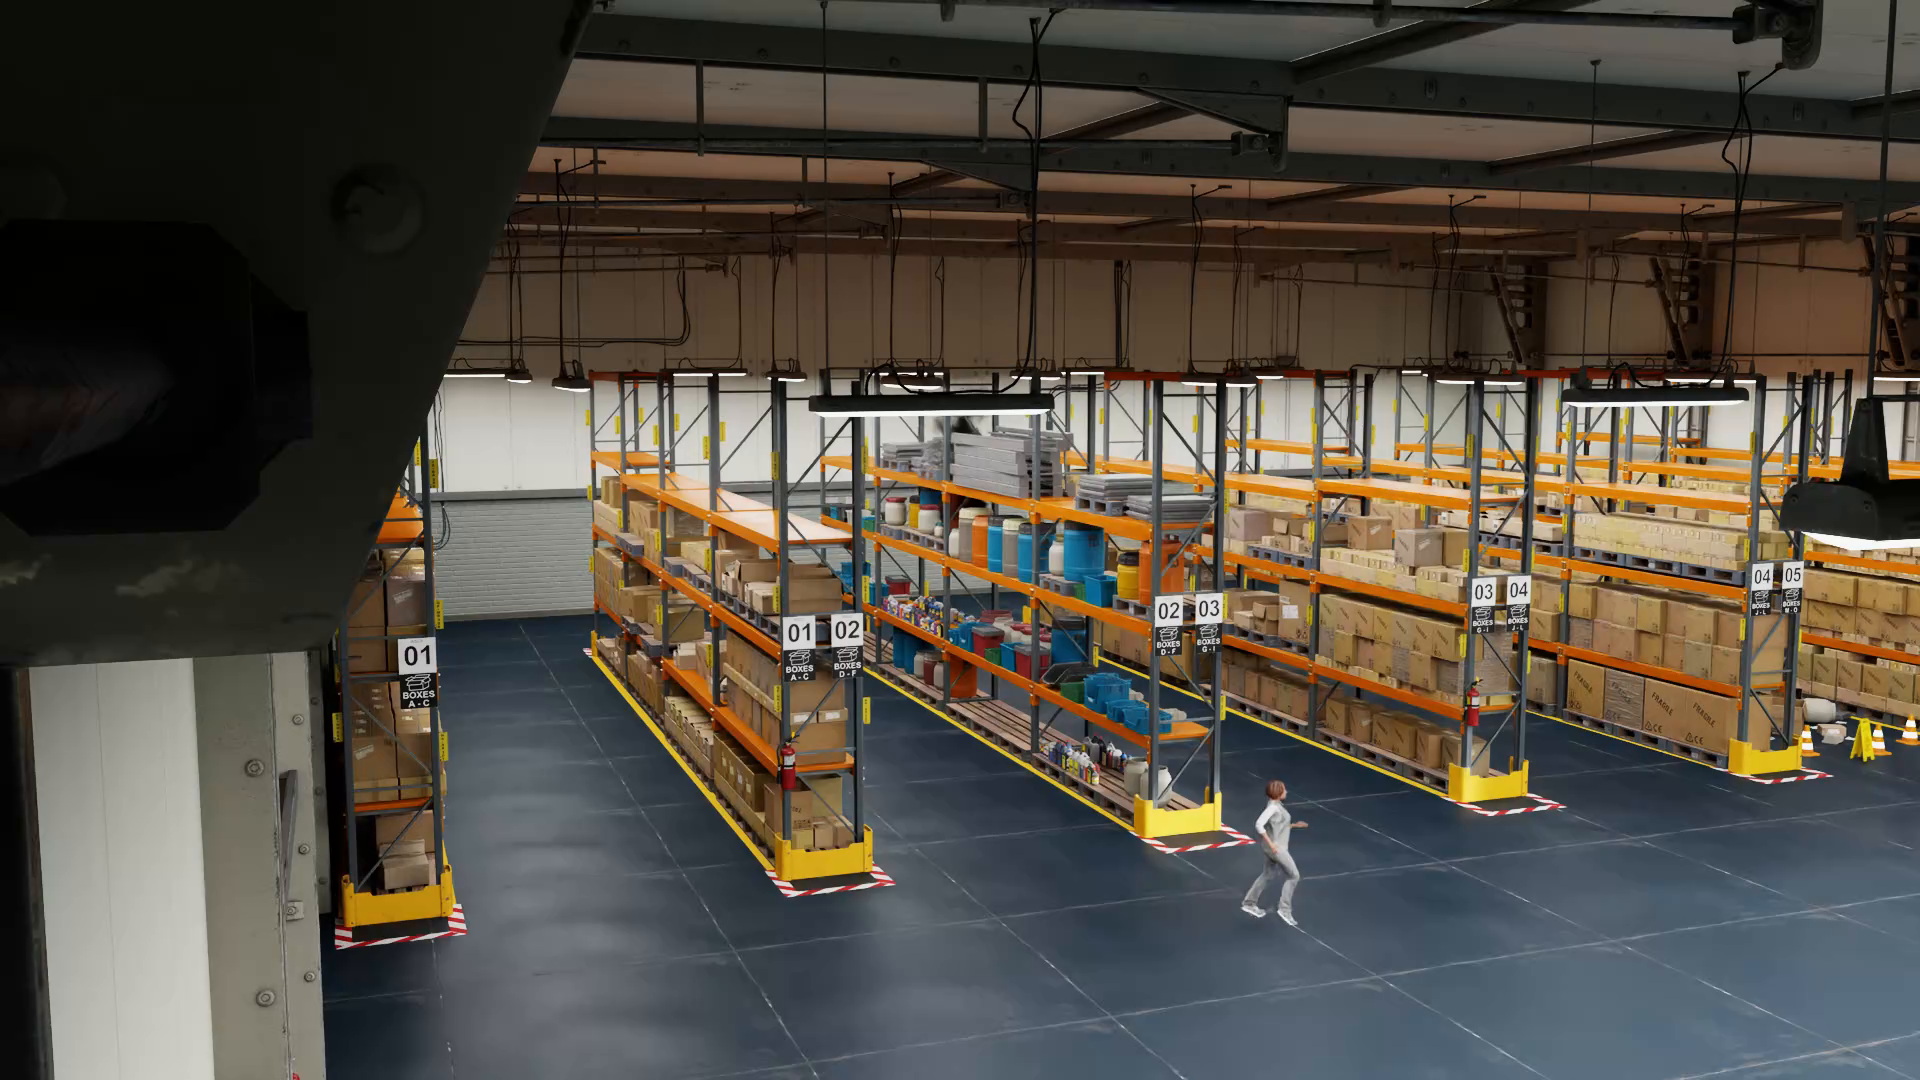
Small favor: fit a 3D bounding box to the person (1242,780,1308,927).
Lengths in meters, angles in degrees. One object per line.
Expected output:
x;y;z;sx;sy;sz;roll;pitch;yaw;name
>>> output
3.509;3.475;18.497;0.710;1.641;0.505;0;6;3;person
